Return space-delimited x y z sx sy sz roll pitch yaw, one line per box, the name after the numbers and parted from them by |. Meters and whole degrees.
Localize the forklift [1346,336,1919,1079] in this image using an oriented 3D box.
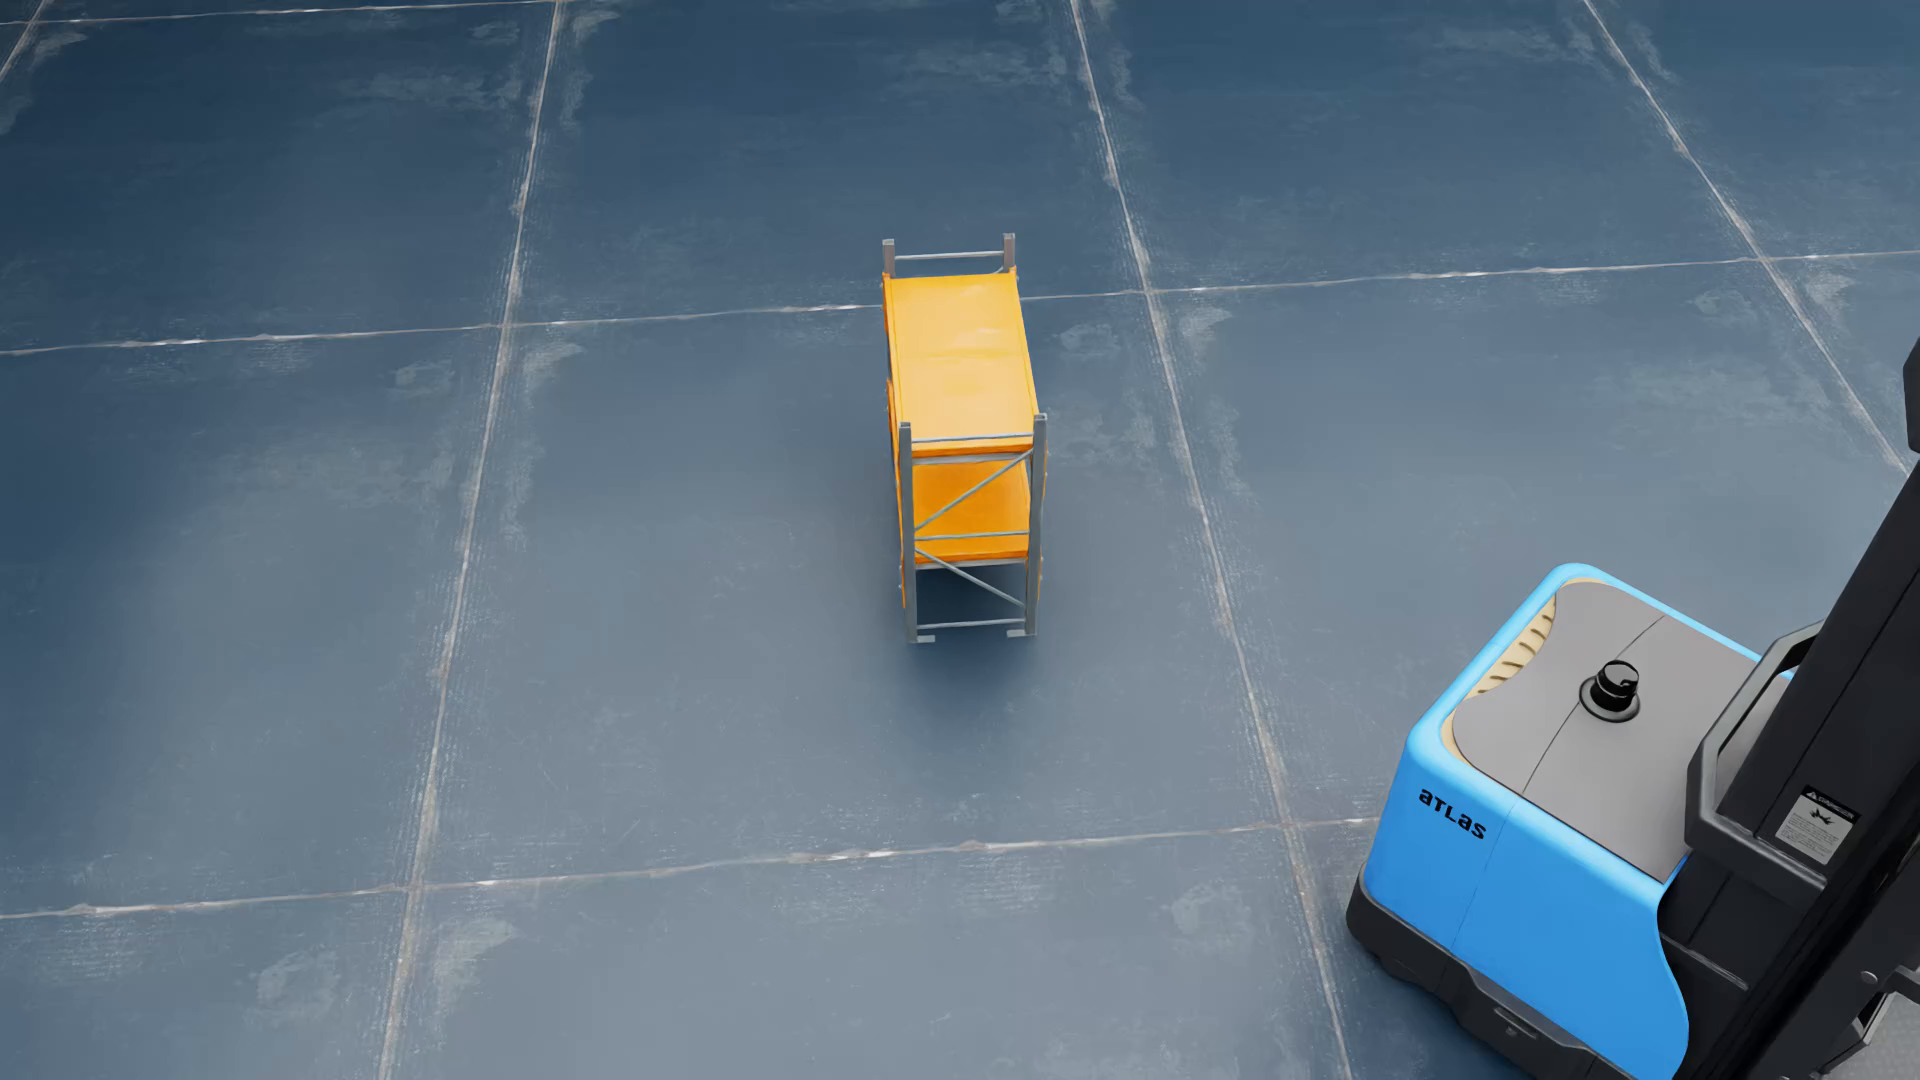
2.702 0.753 4.019 3.031 2.935 1.130 33 55 27 | forklift

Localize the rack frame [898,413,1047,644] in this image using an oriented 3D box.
0.043 -0.014 5.989 0.500 1.125 0.032 -3 47 -3 | rack frame

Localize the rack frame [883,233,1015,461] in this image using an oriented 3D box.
-0.042 -0.750 6.685 0.500 1.125 0.032 -3 47 -3 | rack frame

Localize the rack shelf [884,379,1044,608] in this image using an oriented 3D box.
0.001 -0.214 6.514 0.538 0.278 1.000 -3 47 -3 | rack shelf

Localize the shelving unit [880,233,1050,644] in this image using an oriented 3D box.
0.001 -0.382 6.337 0.538 1.125 1.048 -3 47 -3 | shelving unit

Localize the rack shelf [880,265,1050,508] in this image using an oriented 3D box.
0.001 -0.583 6.124 0.538 0.278 1.000 -3 47 -3 | rack shelf
